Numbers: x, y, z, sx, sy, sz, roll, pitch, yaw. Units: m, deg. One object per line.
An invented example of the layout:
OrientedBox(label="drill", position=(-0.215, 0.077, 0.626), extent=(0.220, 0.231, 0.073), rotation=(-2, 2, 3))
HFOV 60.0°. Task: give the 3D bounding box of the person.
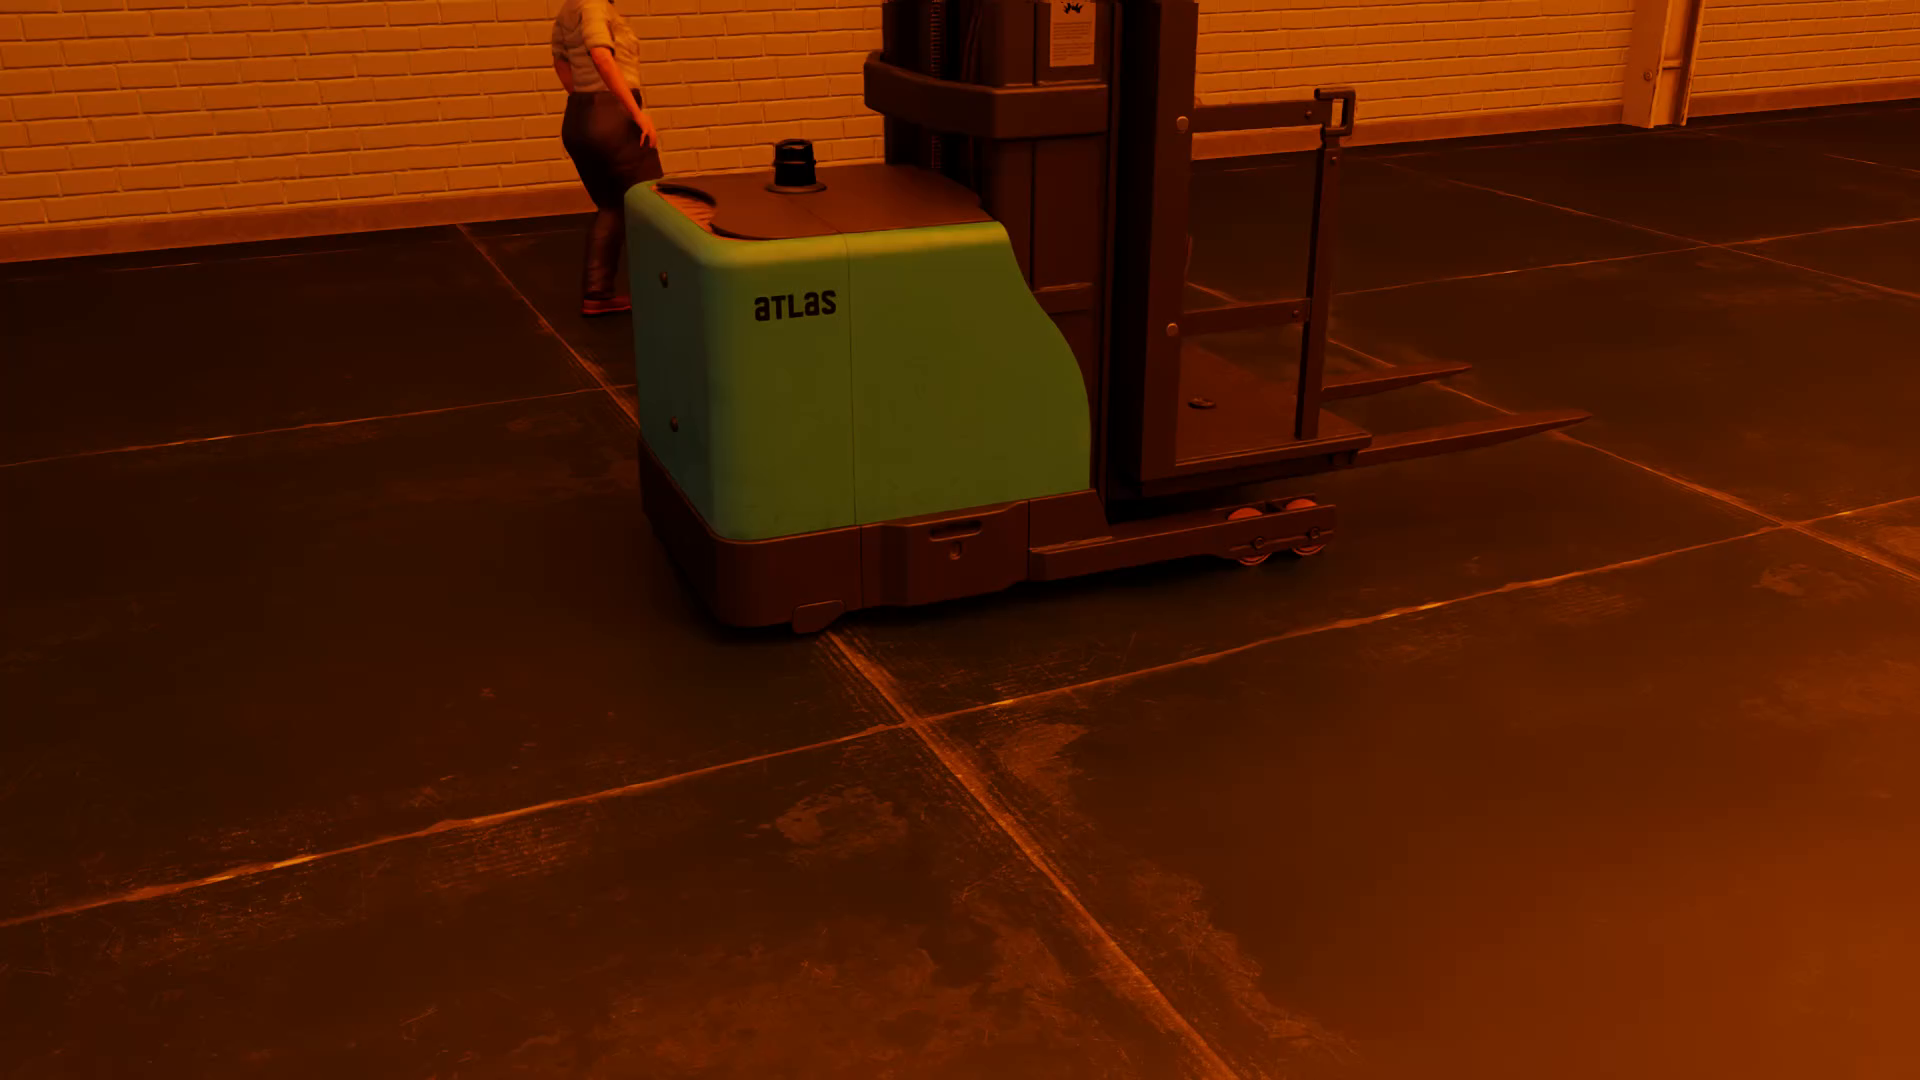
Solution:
OrientedBox(label="person", position=(-1.503, -1.808, 7.342), extent=(0.487, 1.631, 0.687), rotation=(-17, 28, -36))

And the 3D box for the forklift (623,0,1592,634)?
OrientedBox(label="forklift", position=(0.580, -1.455, 4.789), extent=(3.031, 2.935, 1.130), rotation=(-9, 24, -21))
